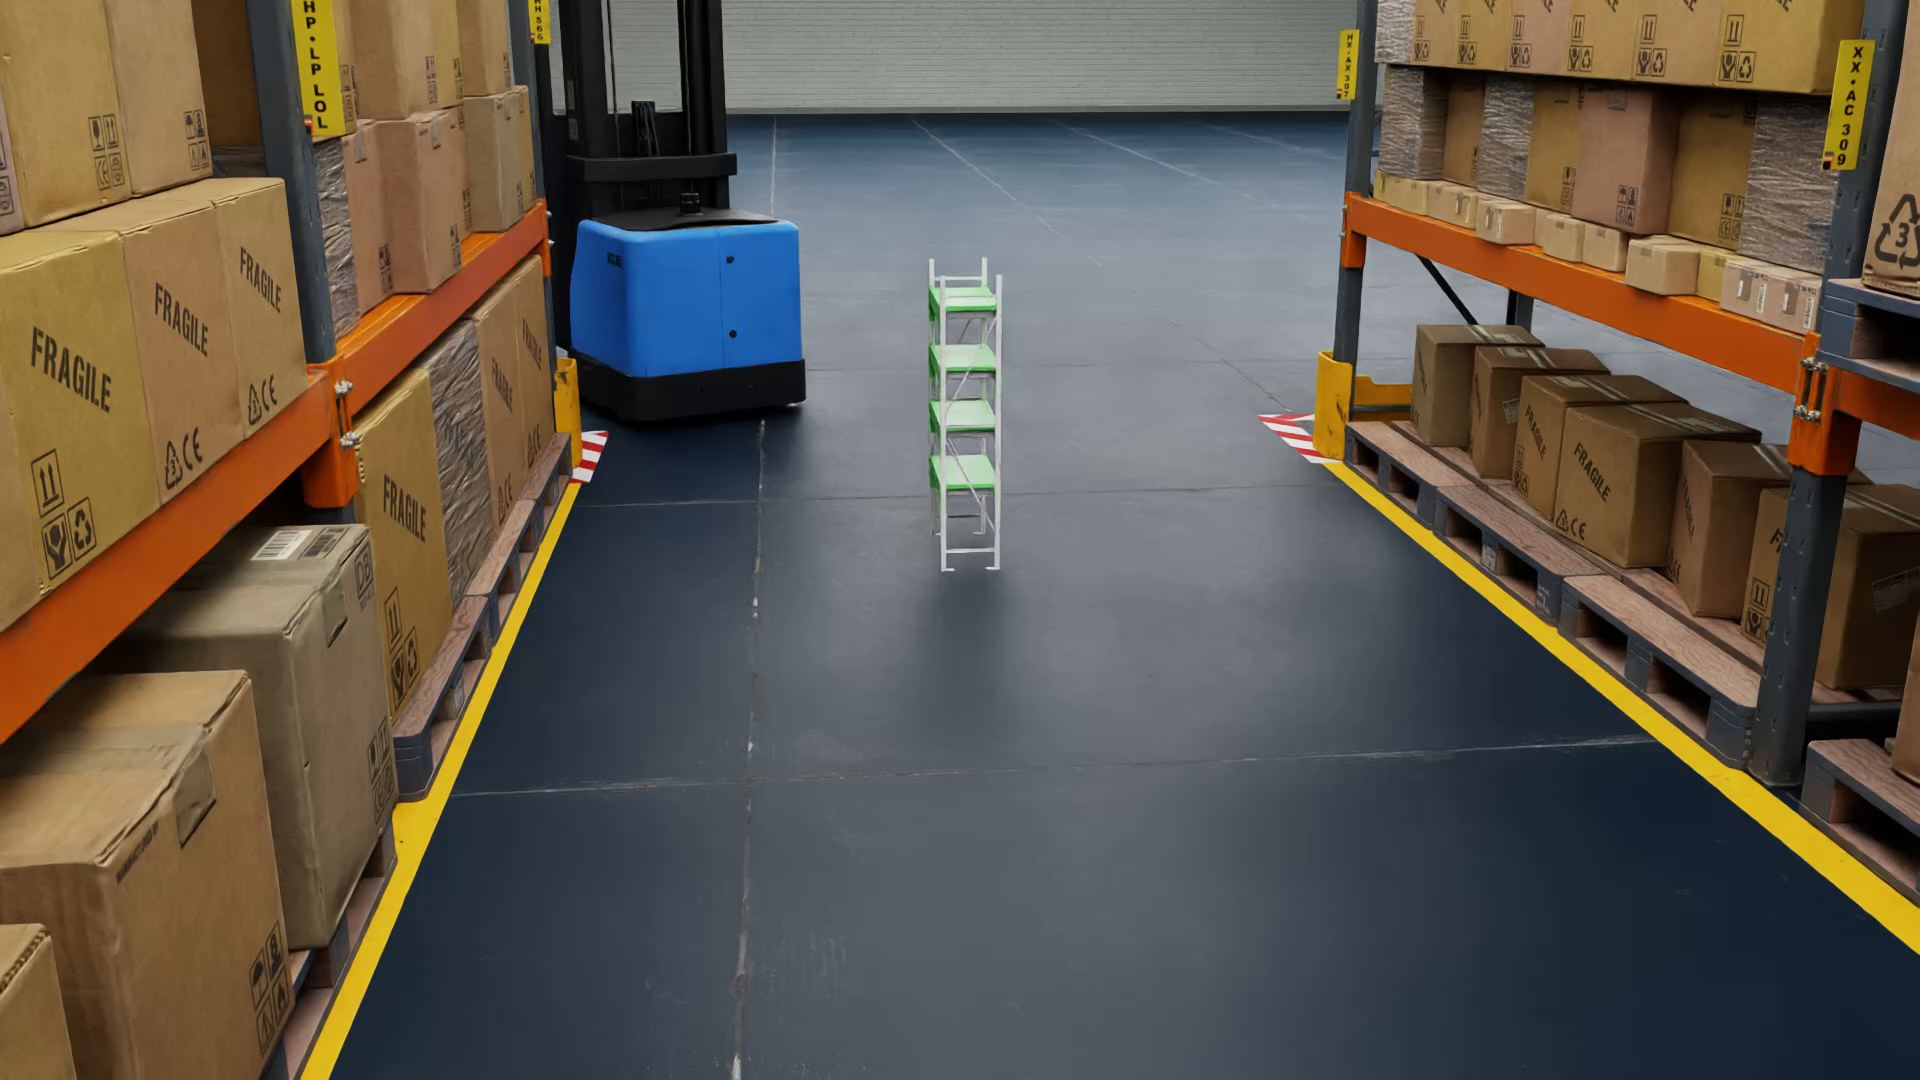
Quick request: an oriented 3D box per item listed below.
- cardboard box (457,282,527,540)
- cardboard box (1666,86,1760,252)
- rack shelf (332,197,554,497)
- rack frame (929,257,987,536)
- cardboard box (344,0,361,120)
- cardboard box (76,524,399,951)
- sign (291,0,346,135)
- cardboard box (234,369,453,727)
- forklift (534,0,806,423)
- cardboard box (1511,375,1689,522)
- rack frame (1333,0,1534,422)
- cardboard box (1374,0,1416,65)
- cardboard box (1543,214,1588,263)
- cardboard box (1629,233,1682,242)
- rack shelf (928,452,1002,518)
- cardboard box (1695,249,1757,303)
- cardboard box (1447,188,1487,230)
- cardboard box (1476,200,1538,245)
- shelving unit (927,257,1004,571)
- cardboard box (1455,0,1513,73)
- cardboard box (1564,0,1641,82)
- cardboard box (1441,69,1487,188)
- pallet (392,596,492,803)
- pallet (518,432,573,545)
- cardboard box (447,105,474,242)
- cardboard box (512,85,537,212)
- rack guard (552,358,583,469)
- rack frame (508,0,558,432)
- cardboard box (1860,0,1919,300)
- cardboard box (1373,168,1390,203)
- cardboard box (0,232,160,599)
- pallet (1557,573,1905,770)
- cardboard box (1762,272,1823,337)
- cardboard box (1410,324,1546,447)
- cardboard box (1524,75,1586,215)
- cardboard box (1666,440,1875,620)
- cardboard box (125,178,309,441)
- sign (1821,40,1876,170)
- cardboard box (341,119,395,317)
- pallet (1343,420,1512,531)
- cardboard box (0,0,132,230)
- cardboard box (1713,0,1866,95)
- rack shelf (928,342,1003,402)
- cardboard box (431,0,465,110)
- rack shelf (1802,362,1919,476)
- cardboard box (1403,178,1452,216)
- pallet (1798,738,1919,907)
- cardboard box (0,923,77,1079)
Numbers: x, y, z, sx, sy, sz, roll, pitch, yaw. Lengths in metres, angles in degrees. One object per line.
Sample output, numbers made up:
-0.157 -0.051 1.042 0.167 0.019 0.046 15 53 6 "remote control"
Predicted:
-2.278 -0.529 6.699 0.875 0.875 0.875 -2 18 -7 "cardboard box"
2.849 -1.211 5.363 0.875 0.500 0.500 -2 18 -6 "cardboard box"
-2.300 -0.865 6.125 1.077 0.370 4.000 -2 18 -6 "rack shelf"
-0.008 -0.596 7.072 0.240 1.200 0.015 -2 18 -6 "rack frame"
-2.270 -1.470 4.799 0.875 0.550 0.550 -2 18 -6 "cardboard box"
-1.940 0.443 3.813 1.050 0.750 0.750 -2 18 -6 "cardboard box"
-1.555 -1.147 4.020 0.100 0.325 0.005 -2 18 -6 "sign"
-2.089 0.012 4.978 0.875 0.875 0.875 -2 17 -5 "cardboard box"
-2.069 -2.429 10.020 1.130 2.935 3.031 -10 20 -29 "forklift"
2.627 -0.384 6.865 0.500 0.500 0.500 0 17 0 "cardboard box"
2.438 -1.927 8.307 1.000 3.000 0.127 -2 18 -6 "rack frame"
2.223 -2.421 7.549 0.500 0.500 0.500 -2 18 -6 "cardboard box"
2.396 -1.118 6.149 0.380 0.149 0.250 -2 18 -6 "cardboard box"
2.522 -0.971 5.682 0.380 0.149 0.250 -2 18 -6 "cardboard box"
0.017 -0.233 6.931 0.258 0.148 0.480 -2 18 -6 "rack shelf"
2.553 -0.822 5.206 0.380 0.149 0.250 -2 18 -6 "cardboard box"
2.313 -1.416 7.100 0.380 0.149 0.250 -2 18 -6 "cardboard box"
2.288 -1.265 6.618 0.380 0.149 0.250 -2 18 -6 "cardboard box"
0.017 -0.523 6.840 0.258 1.200 0.503 -2 18 -6 "shelving unit"
2.321 -2.123 6.600 0.500 0.500 0.500 -2 18 -6 "cardboard box"
2.427 -1.825 5.651 0.500 0.500 0.500 -2 18 -6 "cardboard box"
2.638 -1.807 7.261 0.875 0.500 0.500 -2 18 -6 "cardboard box"
-2.094 0.489 5.266 1.003 0.211 1.213 -2 18 -6 "pallet"
-2.346 -0.238 7.582 1.003 0.211 1.213 -2 18 -6 "pallet"
-2.412 -1.432 6.482 0.875 0.550 0.550 -2 18 -6 "cardboard box"
-2.423 -1.766 7.545 0.875 0.550 0.550 -2 18 -6 "cardboard box"
-2.509 -0.618 8.313 1.175 0.500 0.348 -2 18 -6 "rack guard"
-2.506 -1.804 7.915 1.000 3.000 0.127 -2 18 -6 "rack frame"
2.793 -0.981 3.591 1.000 1.000 1.000 -2 18 -5 "cardboard box"
2.230 -1.715 8.051 0.380 0.149 0.250 -2 18 -6 "cardboard box"
-1.670 -0.212 2.676 0.500 0.500 0.500 -2 17 -5 "cardboard box"
2.746 0.396 5.563 1.003 0.211 1.213 -2 18 -6 "pallet"
2.536 -0.670 4.724 0.380 0.149 0.250 -2 18 -6 "cardboard box"
2.485 -0.748 8.025 0.500 0.500 0.500 1 17 5 "cardboard box"
2.687 -1.507 6.306 0.875 0.500 0.500 -2 18 -6 "cardboard box"
2.782 -0.034 5.749 0.500 0.500 0.500 4 18 12 "cardboard box"
-1.774 -0.513 3.635 0.500 0.500 0.500 -2 18 -6 "cardboard box"
2.311 -1.129 4.321 0.100 0.325 0.005 -2 18 -6 "sign"
-2.223 -0.956 4.966 0.875 0.550 0.550 -2 18 -6 "cardboard box"
2.494 -0.331 7.879 1.003 0.211 1.213 -2 18 -6 "pallet"
-1.982 -0.836 2.996 0.700 0.500 0.500 -2 18 -7 "cardboard box"
2.530 -1.528 4.702 0.500 0.500 0.500 -2 18 -6 "cardboard box"
0.017 -0.691 6.788 0.258 0.148 0.480 -2 18 -6 "rack shelf"
-2.251 -1.793 5.827 0.875 0.550 0.500 -2 18 -6 "cardboard box"
3.056 0.204 2.721 1.077 0.370 4.000 -2 18 -6 "rack shelf"
2.247 -1.565 7.573 0.380 0.149 0.250 -2 18 -6 "cardboard box"
2.932 0.827 4.190 1.003 0.211 1.213 -2 18 -6 "pallet"
-1.748 1.008 2.013 1.050 0.750 0.750 -2 17 -5 "cardboard box"
